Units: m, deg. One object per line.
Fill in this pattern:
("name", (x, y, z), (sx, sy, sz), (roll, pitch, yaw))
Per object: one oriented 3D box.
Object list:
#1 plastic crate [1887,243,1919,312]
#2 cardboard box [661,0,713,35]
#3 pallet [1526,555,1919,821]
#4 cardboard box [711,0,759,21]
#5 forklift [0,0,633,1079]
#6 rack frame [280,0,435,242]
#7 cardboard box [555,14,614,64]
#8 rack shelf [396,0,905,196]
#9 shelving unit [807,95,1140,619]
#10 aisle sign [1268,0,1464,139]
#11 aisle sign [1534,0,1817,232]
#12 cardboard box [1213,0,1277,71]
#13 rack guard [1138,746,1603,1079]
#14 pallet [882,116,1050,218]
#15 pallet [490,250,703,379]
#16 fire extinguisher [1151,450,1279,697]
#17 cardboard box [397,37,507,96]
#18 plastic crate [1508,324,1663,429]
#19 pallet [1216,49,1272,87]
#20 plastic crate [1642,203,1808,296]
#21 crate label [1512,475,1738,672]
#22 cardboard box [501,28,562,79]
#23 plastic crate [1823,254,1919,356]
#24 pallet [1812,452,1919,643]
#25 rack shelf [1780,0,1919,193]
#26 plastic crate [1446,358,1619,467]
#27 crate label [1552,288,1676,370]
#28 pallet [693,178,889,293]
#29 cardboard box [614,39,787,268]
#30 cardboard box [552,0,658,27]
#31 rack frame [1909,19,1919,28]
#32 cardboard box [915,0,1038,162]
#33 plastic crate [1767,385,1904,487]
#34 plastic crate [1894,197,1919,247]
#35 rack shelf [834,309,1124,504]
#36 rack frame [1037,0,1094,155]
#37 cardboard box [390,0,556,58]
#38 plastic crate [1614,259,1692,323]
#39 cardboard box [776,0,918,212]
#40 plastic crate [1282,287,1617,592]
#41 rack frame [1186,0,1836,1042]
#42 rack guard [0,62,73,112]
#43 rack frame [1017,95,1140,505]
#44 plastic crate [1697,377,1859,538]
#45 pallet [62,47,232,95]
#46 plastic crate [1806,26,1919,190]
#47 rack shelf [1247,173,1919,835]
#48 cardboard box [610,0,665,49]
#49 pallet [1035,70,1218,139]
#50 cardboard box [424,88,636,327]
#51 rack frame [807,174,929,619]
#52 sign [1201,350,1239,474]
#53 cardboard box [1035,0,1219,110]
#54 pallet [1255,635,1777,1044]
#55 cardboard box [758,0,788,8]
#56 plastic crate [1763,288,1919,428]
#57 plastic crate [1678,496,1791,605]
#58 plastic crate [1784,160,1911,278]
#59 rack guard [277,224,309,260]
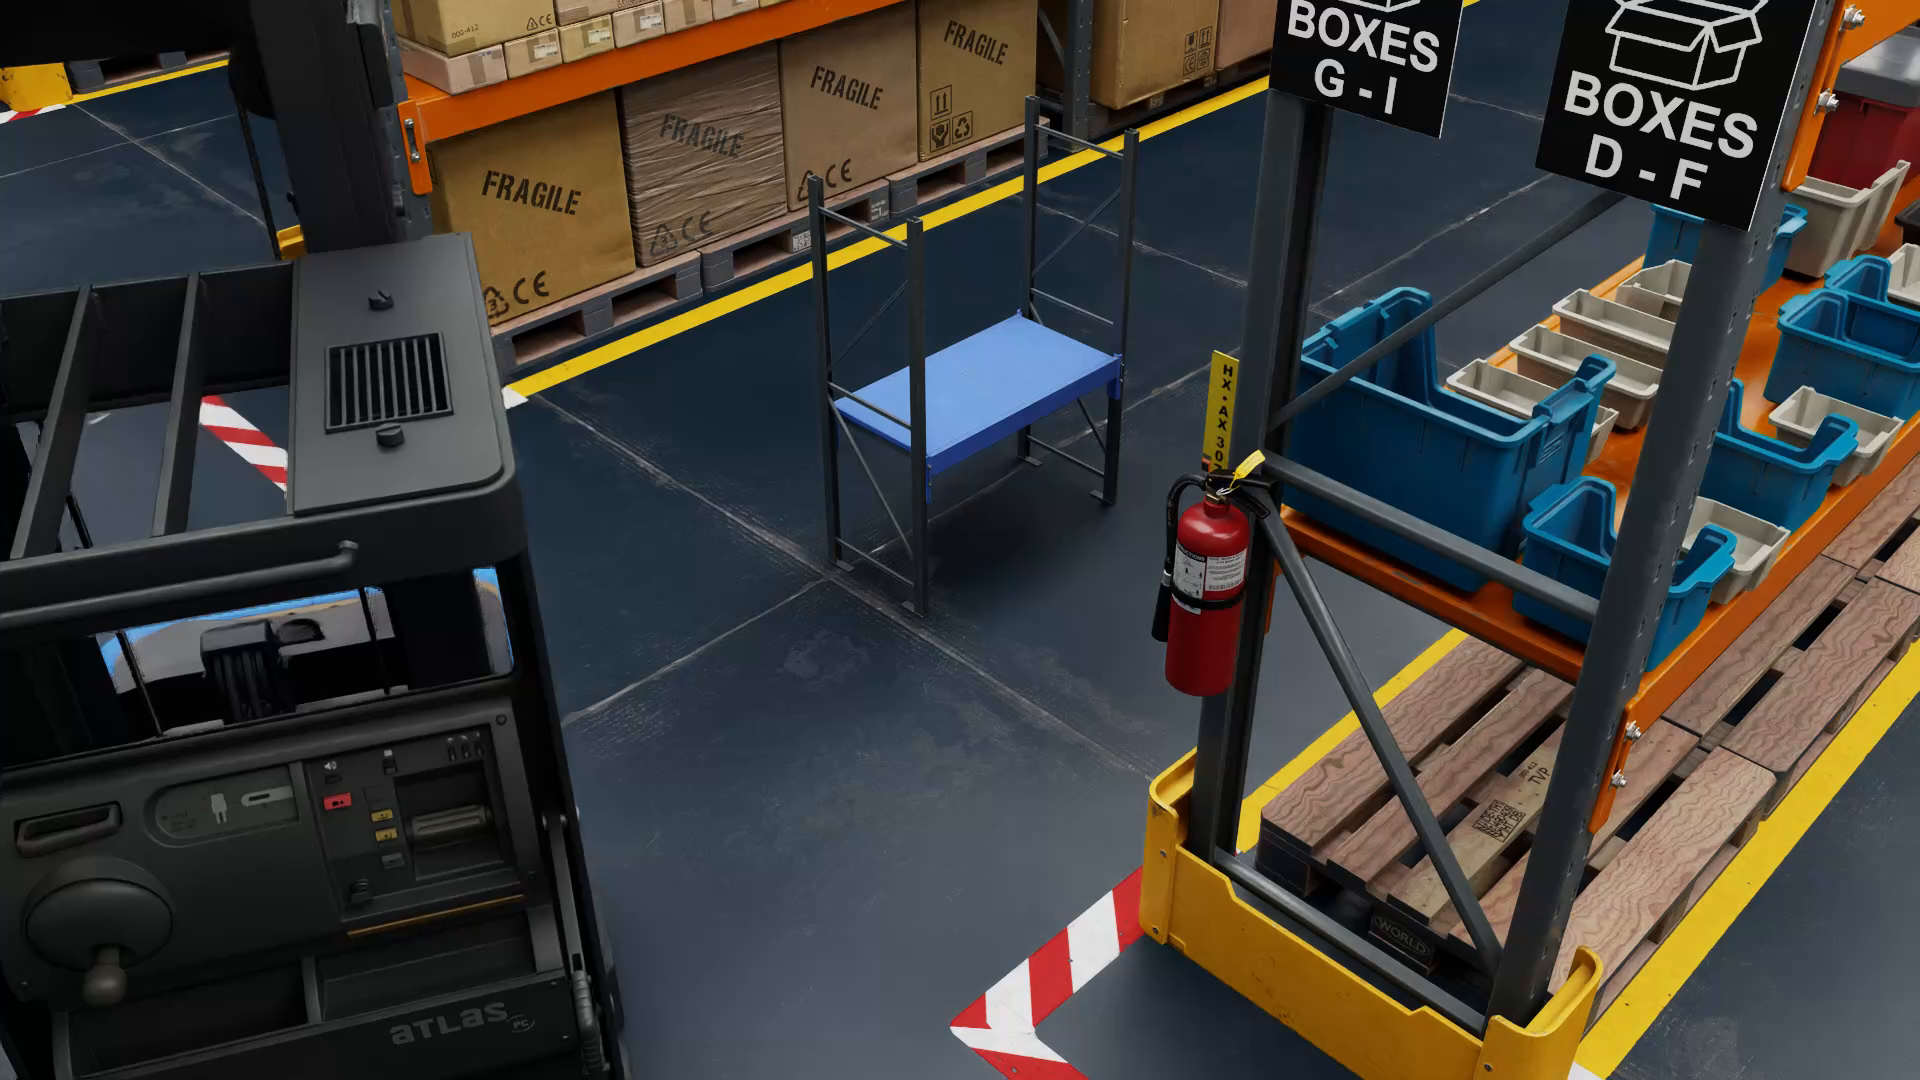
("plastic crate", (2.825, -0.713, 4.829), (0.293, 0.136, 0.466), (30, 45, 35))
("cardboard box", (-1.288, -2.323, 7.179), (0.380, 0.149, 0.250), (29, 44, 34))
("pallet", (2.488, 0.330, 5.592), (1.003, 0.211, 1.213), (30, 45, 35))
("cardboard box", (-1.106, -2.428, 7.330), (0.380, 0.149, 0.250), (29, 44, 35))
("forklift", (-1.183, 0.619, 2.800), (1.130, 2.935, 3.031), (-10, 36, -14))
("rack frame", (-2.495, -1.998, 6.492), (1.000, 3.000, 0.127), (30, 45, 35))
("cardboard box", (-1.650, -2.114, 6.879), (0.380, 0.149, 0.250), (28, 44, 34))
("rack shelf", (-1.085, -2.514, 7.862), (1.077, 0.370, 4.000), (30, 45, 35))
("shelving unit", (0.060, -0.650, 5.871), (0.538, 1.500, 1.048), (30, 45, 35))
("aisle sign", (0.762, -1.156, 3.013), (0.394, 0.787, 0.004), (30, 45, 35))
("aisle sign", (1.180, -0.919, 2.672), (0.394, 0.787, 0.004), (30, 45, 35))
("cardboard box", (1.389, -3.553, 10.213), (1.225, 0.875, 0.875), (28, 44, 34))
("rack guard", (1.013, 1.039, 4.323), (1.175, 0.500, 0.348), (30, 45, 35))
("pallet", (-0.268, -2.200, 9.221), (1.003, 0.211, 1.213), (30, 45, 35))
("pallet", (-1.987, -1.210, 7.800), (1.003, 0.211, 1.213), (30, 45, 35))
("fire extinguisher", (0.592, 0.061, 3.933), (0.296, 0.674, 0.183), (30, 45, 35))
("cardboard box", (-2.010, -1.906, 6.580), (0.250, 0.149, 0.380), (-29, 44, -35))
("plastic crate", (1.681, -0.434, 4.428), (0.396, 0.136, 0.243), (30, 45, 35))
("pallet", (1.674, -3.319, 10.824), (1.003, 0.211, 1.213), (30, 45, 35))
("plastic crate", (2.285, -0.894, 5.004), (0.416, 0.233, 0.300), (30, 45, 35))
("crate label", (1.428, 0.075, 3.614), (0.416, 0.233, 0.303), (30, 45, 35))
("cardboard box", (-1.830, -2.010, 6.730), (0.380, 0.149, 0.250), (29, 44, 35))
("plastic crate", (2.567, -0.581, 4.555), (0.416, 0.233, 0.300), (30, 45, 35))
("pallet", (3.348, -0.167, 6.305), (1.003, 0.211, 1.213), (30, 45, 35))
("rack shelf", (2.429, -1.748, 4.142), (1.077, 0.370, 4.000), (30, 45, 35))
("plastic crate", (1.466, -0.322, 4.267), (0.396, 0.136, 0.243), (30, 45, 35))
("crate label", (1.860, -0.556, 4.604), (0.396, 0.136, 0.243), (30, 45, 35))
("pallet", (-1.127, -1.703, 8.507), (1.003, 0.211, 1.213), (30, 45, 35))
("cardboard box", (-1.459, -1.960, 7.928), (0.875, 0.875, 0.875), (30, 45, 35))
("cardboard box", (-1.603, -2.358, 6.880), (0.500, 0.250, 0.500), (29, 44, 35))
("rack frame", (3.839, -1.625, 5.958), (1.000, 3.000, 0.127), (30, 45, 35))
("cardboard box", (-0.198, -2.686, 8.970), (0.875, 0.875, 0.875), (30, 45, 35))
("plastic crate", (2.191, -0.257, 4.175), (0.250, 0.136, 0.298), (30, 45, 35))
("plastic crate", (3.241, -0.974, 5.213), (0.437, 0.125, 0.590), (30, 45, 35))
("rack shelf", (0.060, -0.502, 5.974), (0.538, 0.185, 1.000), (30, 45, 35))
("rack frame", (0.324, -3.621, 8.820), (1.000, 3.000, 0.127), (30, 45, 35))
("cardboard box", (-1.965, -2.144, 6.573), (0.500, 0.250, 0.500), (28, 44, 34))
("plastic crate", (2.055, -0.684, 4.787), (0.298, 0.136, 0.250), (30, 45, 35))
("cardboard box", (-0.832, -2.321, 8.446), (0.875, 0.875, 0.875), (30, 45, 35))
("plastic crate", (1.124, -0.252, 3.905), (0.616, 0.435, 0.499), (30, 45, 35))
("rack frame", (1.020, -0.001, 3.630), (1.000, 3.000, 0.127), (30, 45, 35))
("rack guard", (-5.890, -3.043, 10.176), (1.175, 0.500, 0.348), (30, 45, 35))
("rack frame", (0.418, -0.856, 6.167), (0.500, 1.500, 0.032), (30, 45, 35))
("plastic crate", (1.892, -0.192, 3.997), (0.416, 0.233, 0.300), (30, 45, 35))
("pallet", (-5.292, -3.240, 10.712), (1.003, 0.211, 1.213), (30, 45, 35))
("plastic crate", (3.032, -1.415, 5.548), (0.402, 0.464, 0.583), (30, 45, 35))
("rack shelf", (2.429, -0.518, 5.000), (1.077, 0.370, 4.000), (30, 45, 35))
("cardboard box", (-1.467, -2.221, 7.032), (0.380, 0.149, 0.250), (29, 44, 35))
("pallet", (0.814, -2.821, 10.111), (1.003, 0.211, 1.213), (30, 45, 35))
("cardboard box", (-2.100, -1.590, 7.398), (0.875, 0.875, 0.875), (30, 45, 35))
("rack frame", (-0.298, -0.443, 5.575), (0.500, 1.500, 0.032), (30, 45, 35))
("sign", (0.619, -0.283, 3.891), (0.100, 0.325, 0.005), (30, 45, 35))
("cardboard box", (0.760, -3.190, 9.692), (1.225, 0.875, 0.875), (30, 45, 35))
("pallet", (1.629, 0.823, 4.885), (1.003, 0.211, 1.213), (30, 45, 35))
("cardboard box", (-0.927, -2.531, 7.476), (0.380, 0.149, 0.250), (28, 44, 34))
("plastic crate", (2.356, -0.459, 4.380), (0.416, 0.233, 0.300), (30, 45, 35))
("plastic crate", (1.713, 0.018, 3.780), (0.250, 0.136, 0.298), (30, 45, 35))
("plastic crate", (2.632, -1.055, 5.192), (0.437, 0.282, 0.530), (30, 45, 35))
("rack guard", (-2.511, -0.962, 7.193), (1.175, 0.500, 0.348), (30, 45, 35))
